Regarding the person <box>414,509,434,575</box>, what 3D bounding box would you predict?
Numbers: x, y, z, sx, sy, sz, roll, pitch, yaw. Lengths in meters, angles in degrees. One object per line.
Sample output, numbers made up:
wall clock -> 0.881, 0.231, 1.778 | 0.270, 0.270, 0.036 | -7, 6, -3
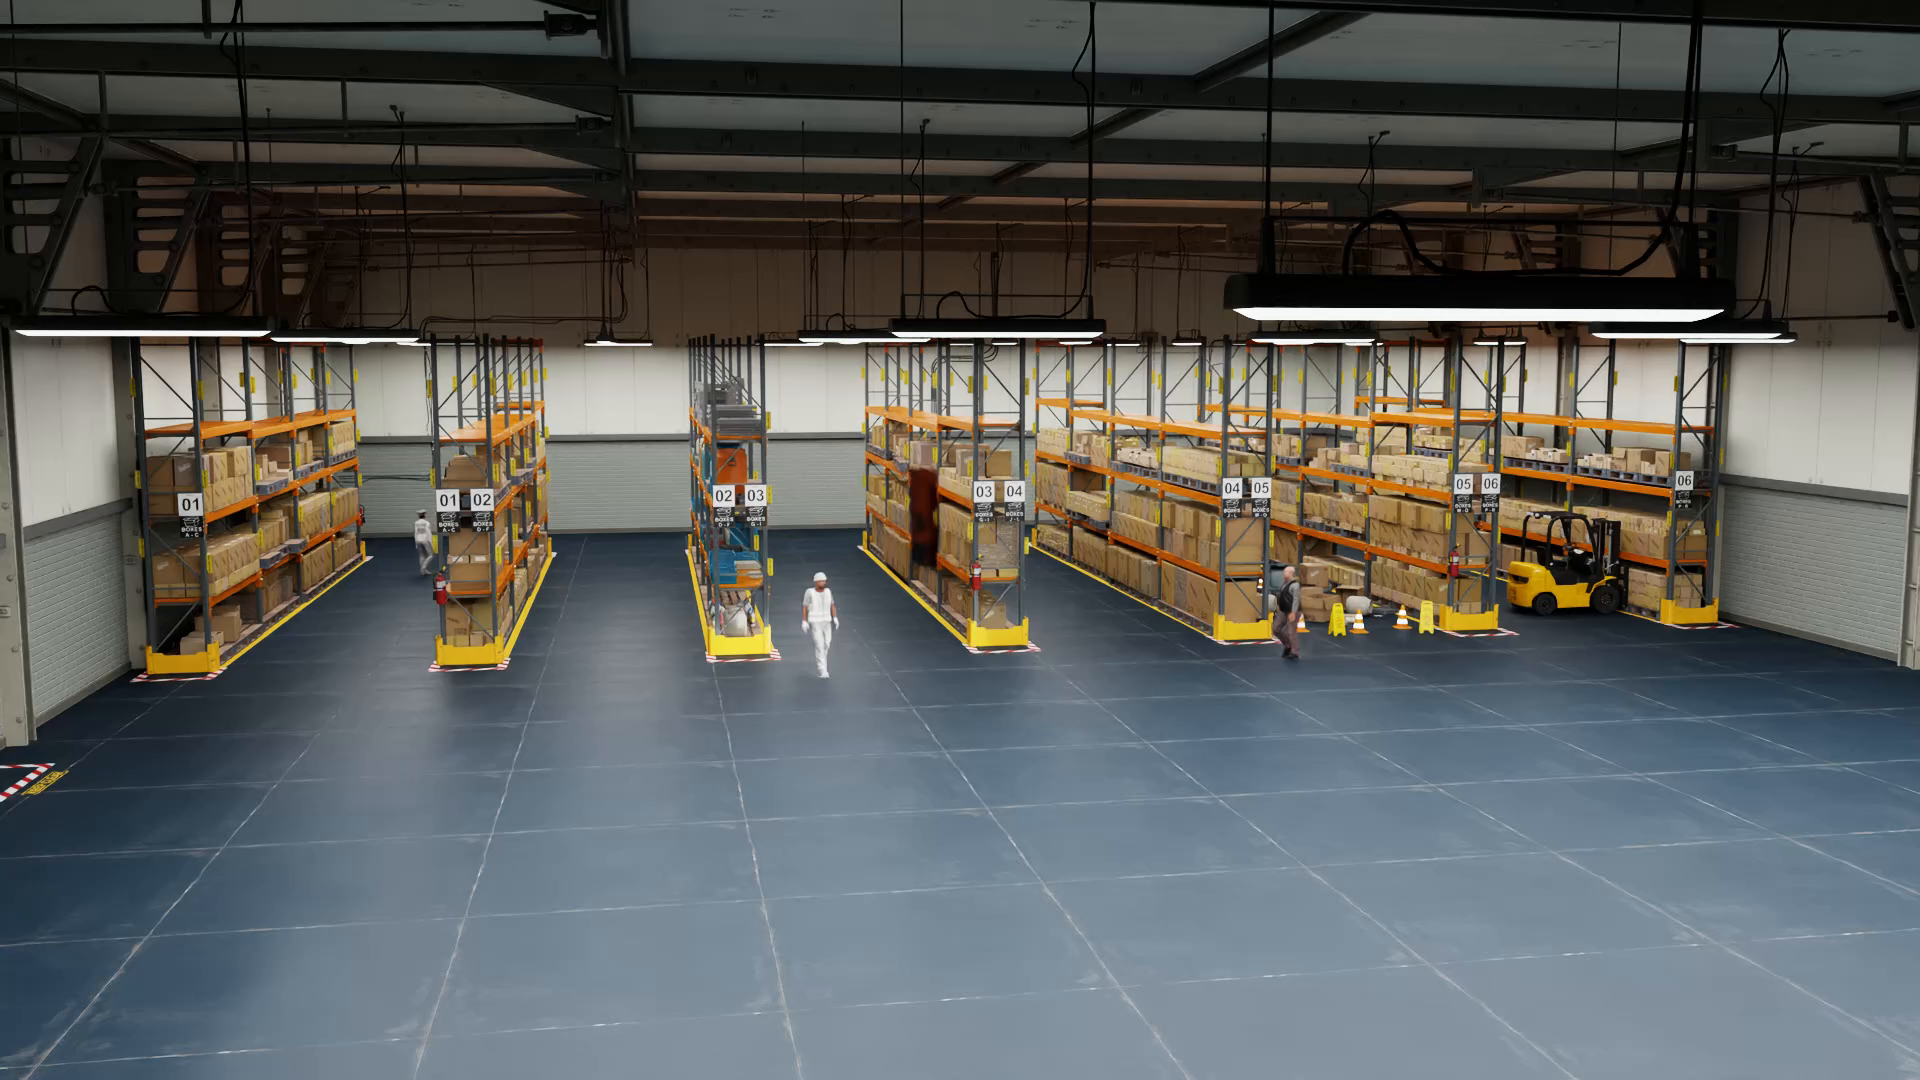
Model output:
person -> -13.624, 0.071, 42.164 | 0.514, 1.672, 0.480 | 3, 7, 24

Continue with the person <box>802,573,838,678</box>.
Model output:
person -> -2.404, 1.486, 29.399 | 0.584, 1.787, 0.747 | -4, 8, -34

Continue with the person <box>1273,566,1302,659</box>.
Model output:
person -> 6.079, 1.355, 30.655 | 0.454, 1.741, 0.512 | -4, 8, -32
